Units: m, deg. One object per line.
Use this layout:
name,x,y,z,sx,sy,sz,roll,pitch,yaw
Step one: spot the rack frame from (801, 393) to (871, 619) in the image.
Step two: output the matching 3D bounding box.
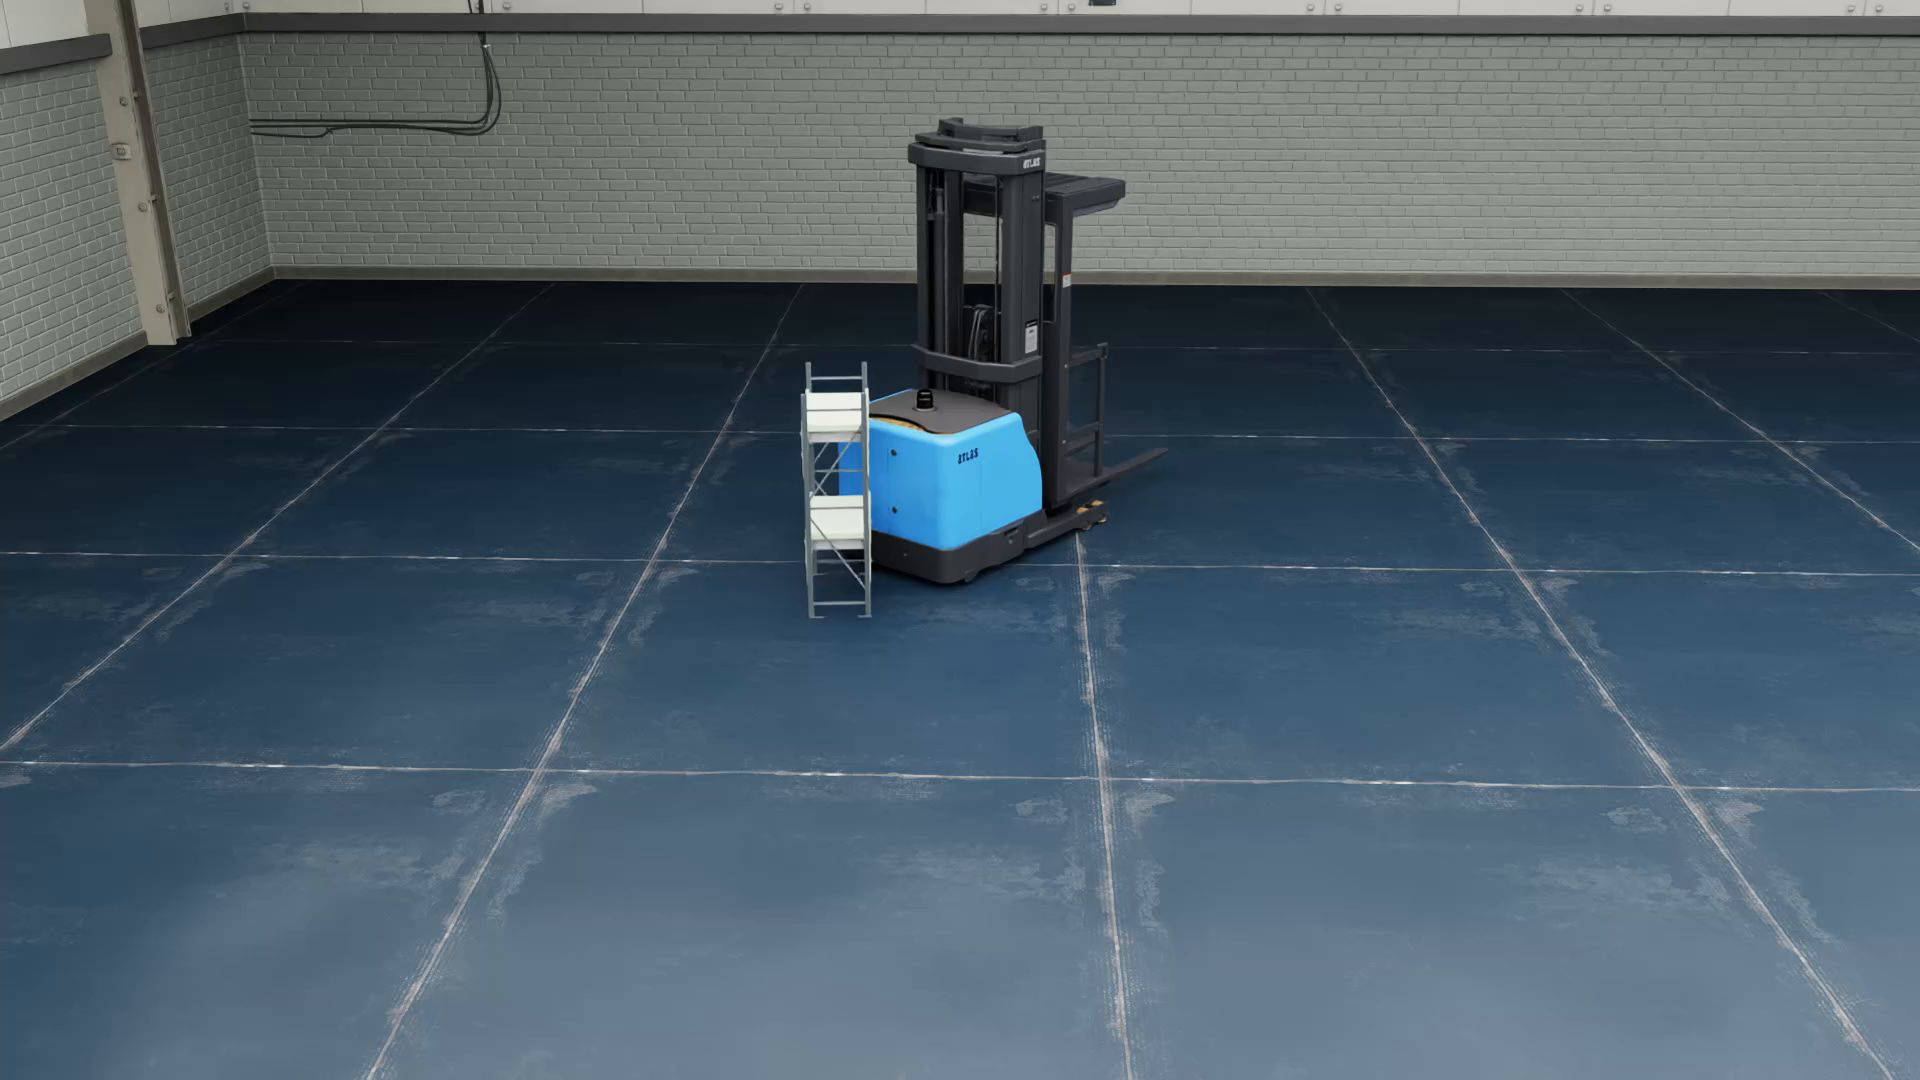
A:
rack frame,-0.774,-0.196,10.461,0.400,1.500,0.023,-1,21,-3

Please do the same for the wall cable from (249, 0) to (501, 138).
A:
wall cable,-6.883,-5.894,19.073,3.097,2.526,0.112,1,21,2

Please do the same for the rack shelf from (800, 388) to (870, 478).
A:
rack shelf,-0.791,-0.692,10.661,0.431,0.370,0.720,-1,21,-3

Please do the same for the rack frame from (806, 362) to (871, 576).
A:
rack frame,-0.809,-0.461,11.143,0.400,1.500,0.023,-1,21,-3

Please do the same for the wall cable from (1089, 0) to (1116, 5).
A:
wall cable,2.605,-8.817,17.612,2.305,6.003,0.169,1,21,2

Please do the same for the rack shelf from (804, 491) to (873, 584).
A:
rack shelf,-0.791,-0.024,10.920,0.431,0.370,0.720,-1,21,-3

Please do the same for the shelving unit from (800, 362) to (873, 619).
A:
shelving unit,-0.791,-0.328,10.802,0.431,1.500,0.755,-1,21,-3

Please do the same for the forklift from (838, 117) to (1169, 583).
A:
forklift,0.465,-1.539,11.943,1.130,2.935,3.031,16,27,36

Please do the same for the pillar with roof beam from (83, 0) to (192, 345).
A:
pillar with roof beam,-3.992,-6.244,15.681,9.100,9.000,0.400,1,21,2
